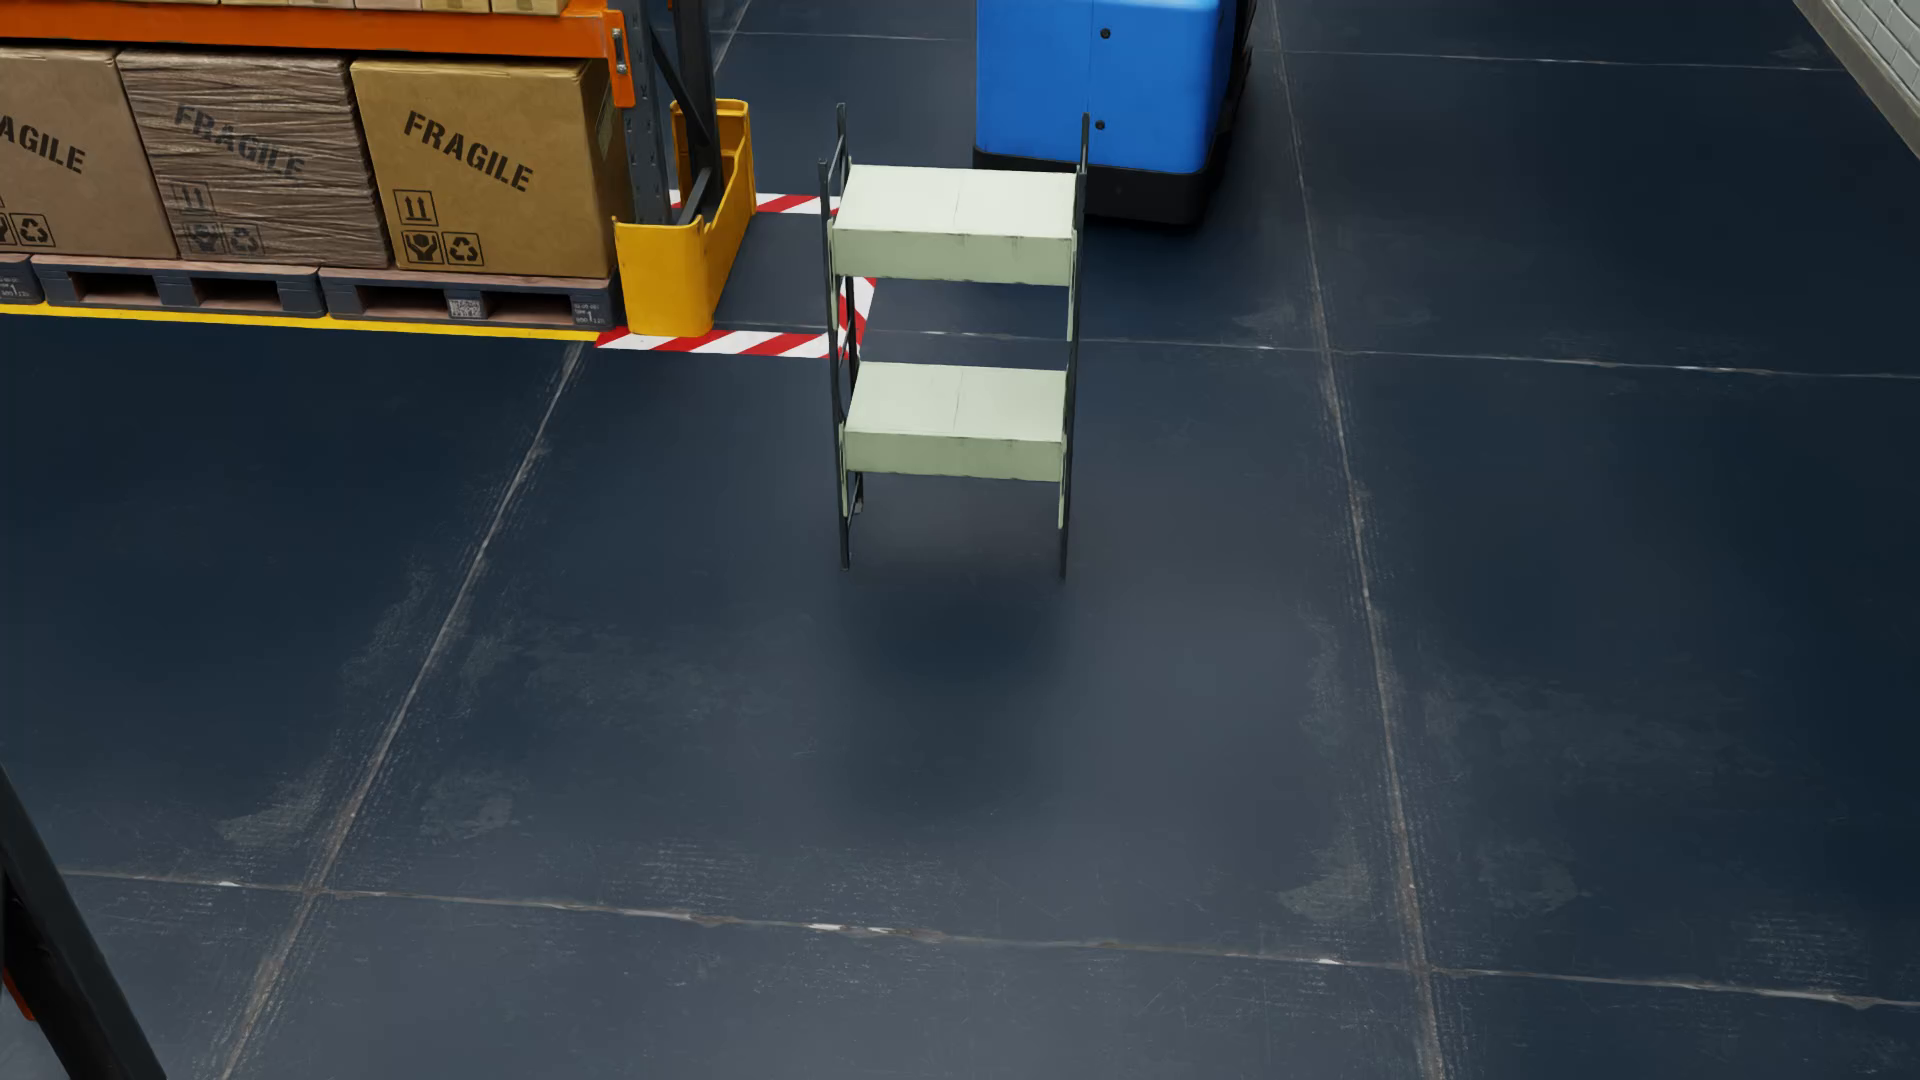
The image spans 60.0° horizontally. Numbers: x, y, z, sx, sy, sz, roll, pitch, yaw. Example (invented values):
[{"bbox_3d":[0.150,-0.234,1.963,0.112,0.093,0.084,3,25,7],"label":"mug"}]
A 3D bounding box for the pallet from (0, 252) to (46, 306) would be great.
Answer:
[{"bbox_3d":[-4.404,-1.407,7.311,1.213,0.211,1.003,3,39,4],"label":"pallet"}]

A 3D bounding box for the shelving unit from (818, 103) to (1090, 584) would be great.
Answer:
[{"bbox_3d":[-0.007,-0.582,5.277,0.755,1.500,0.431,3,39,4],"label":"shelving unit"}]

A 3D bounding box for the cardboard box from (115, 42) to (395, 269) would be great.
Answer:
[{"bbox_3d":[-2.721,-1.734,6.854,0.875,0.875,0.875,3,39,4],"label":"cardboard box"}]

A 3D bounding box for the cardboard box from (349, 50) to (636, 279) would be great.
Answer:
[{"bbox_3d":[-1.814,-1.684,6.794,0.875,0.875,0.875,3,39,4],"label":"cardboard box"}]

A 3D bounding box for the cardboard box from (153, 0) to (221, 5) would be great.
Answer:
[{"bbox_3d":[-2.829,-2.144,6.207,0.250,0.149,0.380,3,39,4],"label":"cardboard box"}]

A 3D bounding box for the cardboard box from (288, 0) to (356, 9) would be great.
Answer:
[{"bbox_3d":[-2.312,-2.118,6.174,0.250,0.149,0.380,4,39,5],"label":"cardboard box"}]

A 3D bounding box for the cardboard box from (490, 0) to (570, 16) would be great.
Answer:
[{"bbox_3d":[-1.553,-2.076,6.123,0.250,0.149,0.380,4,39,5],"label":"cardboard box"}]

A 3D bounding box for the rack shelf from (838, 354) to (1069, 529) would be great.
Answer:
[{"bbox_3d":[-0.007,-0.329,5.483,0.720,0.370,0.431,3,39,4],"label":"rack shelf"}]

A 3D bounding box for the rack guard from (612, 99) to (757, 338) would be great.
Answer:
[{"bbox_3d":[-1.146,-1.390,7.062,0.348,0.500,1.175,3,39,4],"label":"rack guard"}]

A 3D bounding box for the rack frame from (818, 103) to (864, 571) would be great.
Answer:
[{"bbox_3d":[-0.371,-0.602,5.301,0.023,1.500,0.400,3,39,4],"label":"rack frame"}]

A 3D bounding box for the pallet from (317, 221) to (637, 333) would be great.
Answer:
[{"bbox_3d":[-1.973,-1.274,7.148,1.213,0.211,1.003,3,39,4],"label":"pallet"}]

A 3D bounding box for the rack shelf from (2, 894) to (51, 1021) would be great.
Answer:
[{"bbox_3d":[-3.691,0.923,2.810,4.000,0.370,1.077,3,39,4],"label":"rack shelf"}]

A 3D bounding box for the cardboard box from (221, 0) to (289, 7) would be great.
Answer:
[{"bbox_3d":[-2.571,-2.131,6.190,0.250,0.149,0.380,2,39,3],"label":"cardboard box"}]

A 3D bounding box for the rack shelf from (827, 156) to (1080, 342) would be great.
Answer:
[{"bbox_3d":[-0.007,-0.885,5.031,0.720,0.370,0.431,3,39,4],"label":"rack shelf"}]

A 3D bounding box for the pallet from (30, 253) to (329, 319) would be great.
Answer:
[{"bbox_3d":[-3.185,-1.342,7.231,1.213,0.211,1.003,3,39,4],"label":"pallet"}]

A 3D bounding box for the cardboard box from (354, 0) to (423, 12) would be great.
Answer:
[{"bbox_3d":[-2.063,-2.103,6.157,0.250,0.149,0.380,3,39,4],"label":"cardboard box"}]

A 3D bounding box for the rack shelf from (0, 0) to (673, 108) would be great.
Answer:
[{"bbox_3d":[-3.162,-2.191,6.635,4.000,0.370,1.077,3,39,4],"label":"rack shelf"}]

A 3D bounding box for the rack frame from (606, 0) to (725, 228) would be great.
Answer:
[{"bbox_3d":[-1.170,-2.361,6.274,0.127,3.000,1.000,3,39,4],"label":"rack frame"}]

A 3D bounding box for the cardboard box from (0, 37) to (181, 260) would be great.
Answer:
[{"bbox_3d":[-3.608,-1.782,6.914,0.875,0.875,0.875,3,39,4],"label":"cardboard box"}]

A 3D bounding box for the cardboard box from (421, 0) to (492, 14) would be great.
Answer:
[{"bbox_3d":[-1.812,-2.089,6.139,0.250,0.149,0.380,4,39,4],"label":"cardboard box"}]

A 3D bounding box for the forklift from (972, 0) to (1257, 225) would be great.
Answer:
[{"bbox_3d":[0.905,-3.467,7.688,1.130,2.935,3.031,9,40,11],"label":"forklift"}]

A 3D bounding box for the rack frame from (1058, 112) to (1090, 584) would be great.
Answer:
[{"bbox_3d":[0.358,-0.562,5.252,0.023,1.500,0.400,3,39,4],"label":"rack frame"}]

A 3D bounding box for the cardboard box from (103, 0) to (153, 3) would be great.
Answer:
[{"bbox_3d":[-3.076,-2.159,6.226,0.250,0.149,0.380,4,39,5],"label":"cardboard box"}]
